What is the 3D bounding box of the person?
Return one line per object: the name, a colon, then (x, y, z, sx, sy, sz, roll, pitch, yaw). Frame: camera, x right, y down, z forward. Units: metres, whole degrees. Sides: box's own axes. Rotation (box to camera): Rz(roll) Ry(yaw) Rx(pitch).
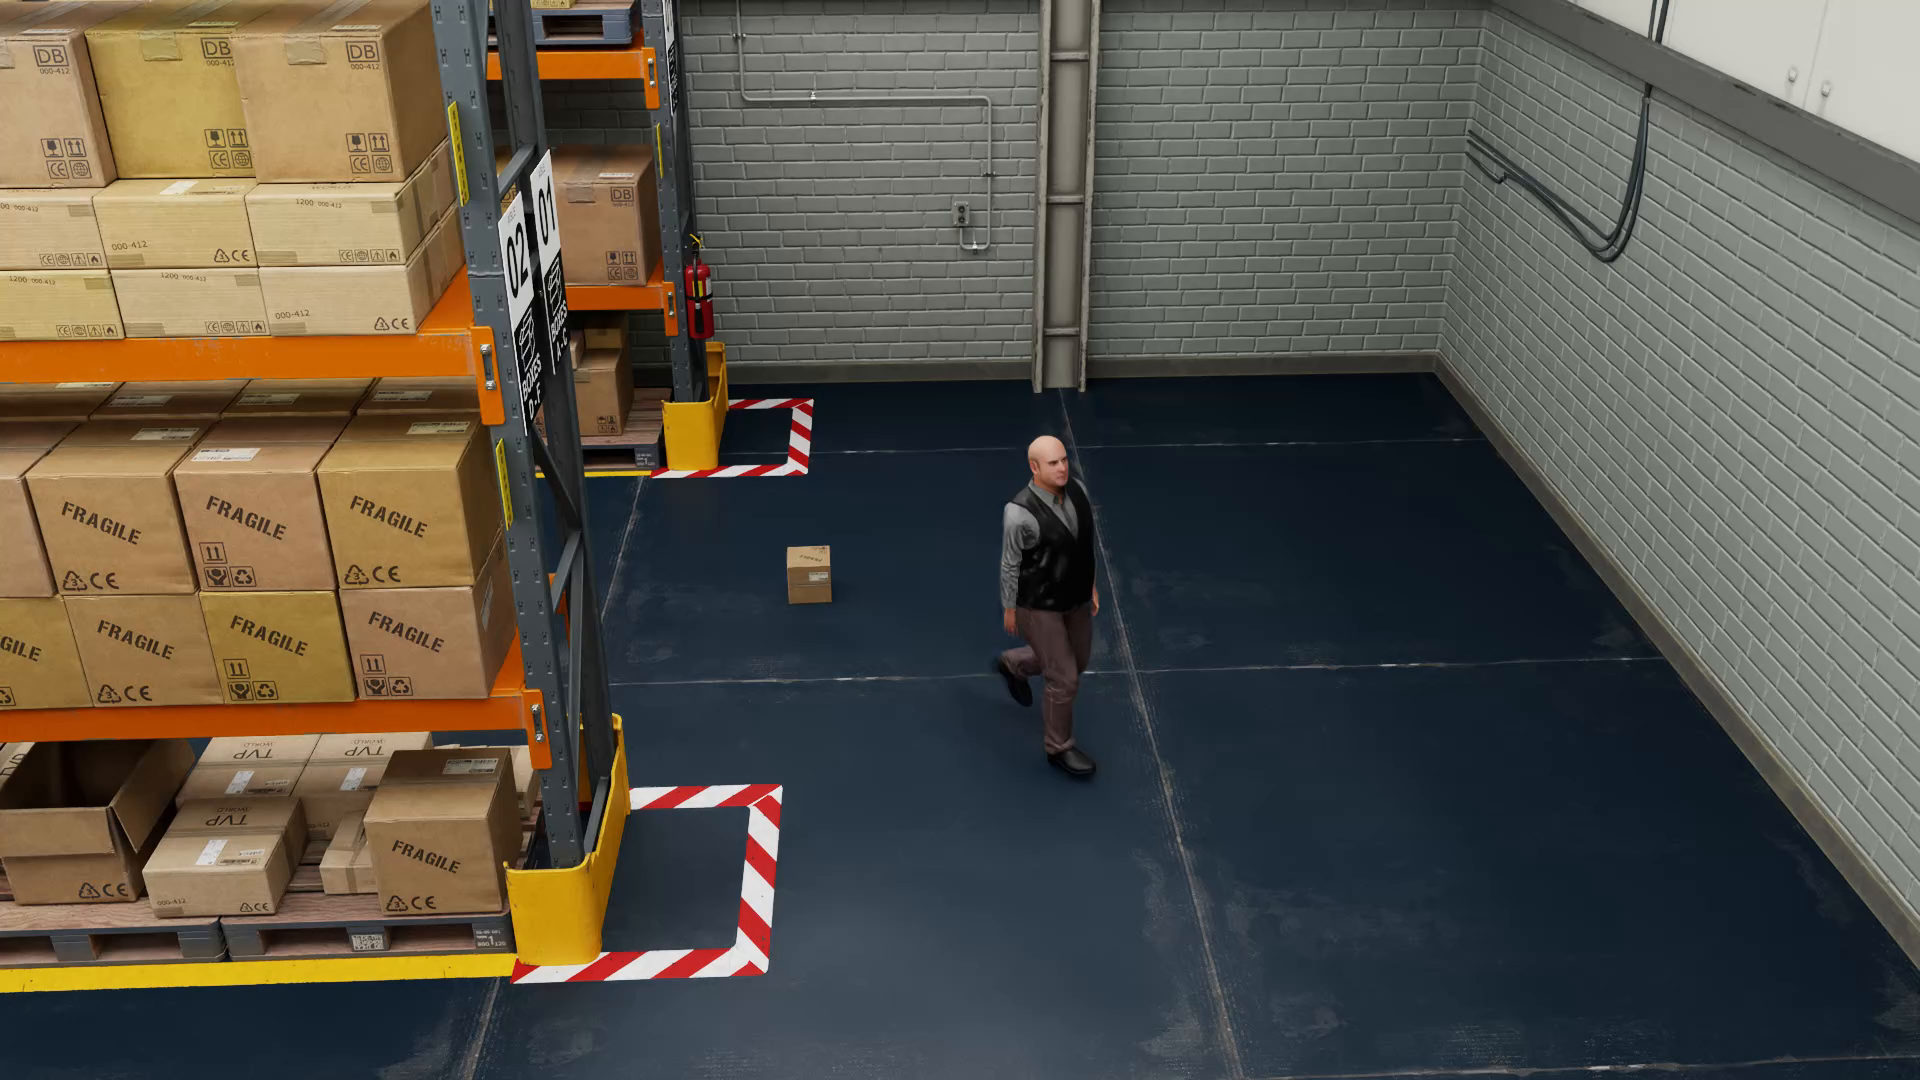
person: (0.420, 0.273, 8.089, 0.802, 1.695, 0.530, 24, 36, 38)
